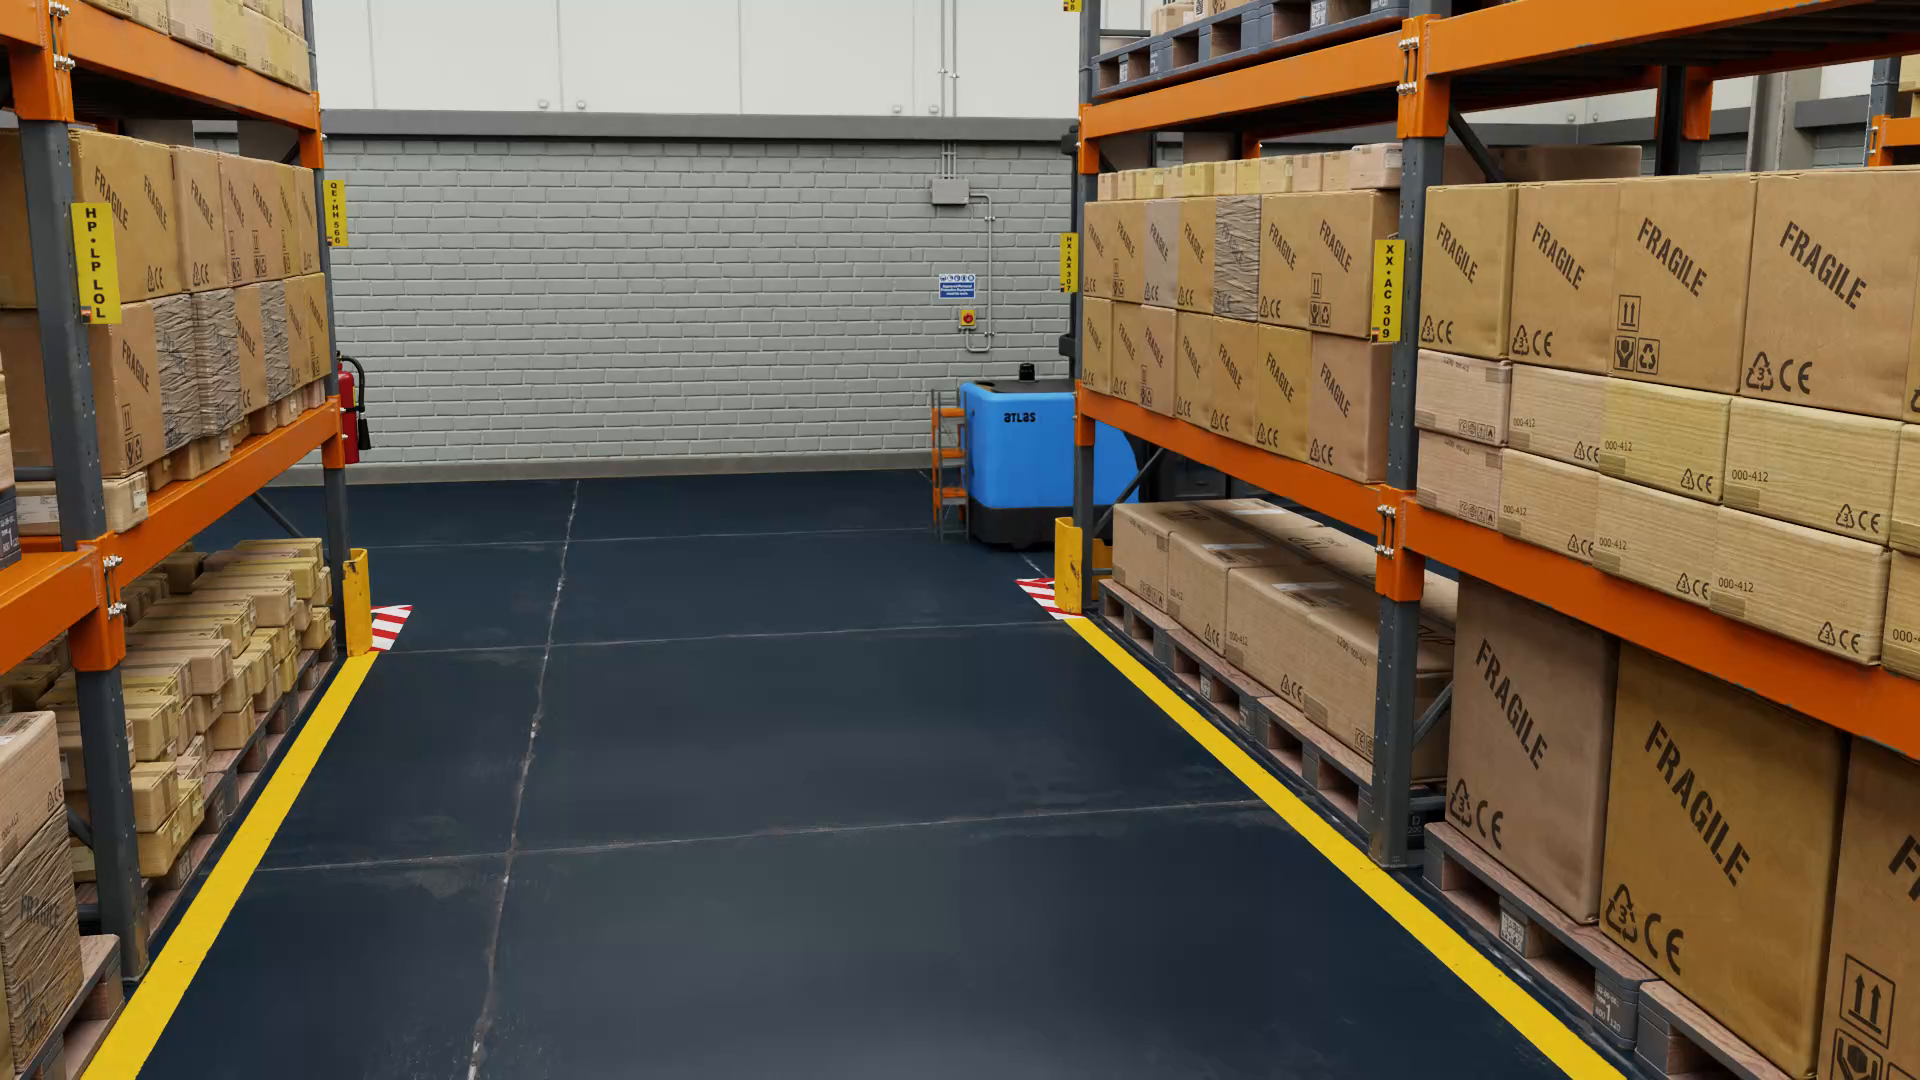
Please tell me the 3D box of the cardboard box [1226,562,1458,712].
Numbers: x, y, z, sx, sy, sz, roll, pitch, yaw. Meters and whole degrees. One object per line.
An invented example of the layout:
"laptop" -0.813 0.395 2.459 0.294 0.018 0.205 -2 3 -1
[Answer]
"cardboard box" 1.740 0.405 7.277 0.875 0.438 0.875 -2 11 -13

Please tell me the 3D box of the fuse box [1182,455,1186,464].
"fuse box" 2.123 -1.548 15.254 0.539 1.711 0.414 -2 11 -11

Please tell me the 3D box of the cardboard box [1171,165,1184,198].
"cardboard box" 1.189 -1.643 7.632 0.380 0.149 0.250 -2 11 -10

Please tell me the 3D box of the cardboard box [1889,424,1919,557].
"cardboard box" 2.143 -0.069 3.103 0.500 0.250 0.500 -2 11 -12

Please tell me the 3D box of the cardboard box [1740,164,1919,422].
"cardboard box" 2.063 -0.535 3.542 0.500 0.500 0.500 -2 11 -12

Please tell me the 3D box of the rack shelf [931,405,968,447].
"rack shelf" -0.074 -0.793 11.585 0.215 0.259 0.240 -3 11 -11

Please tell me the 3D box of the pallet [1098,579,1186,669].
"pallet" 1.386 0.416 8.949 1.003 0.211 1.213 -2 11 -11

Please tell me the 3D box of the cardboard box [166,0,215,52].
"cardboard box" -2.924 -1.848 5.762 0.500 0.250 0.500 -2 11 -9

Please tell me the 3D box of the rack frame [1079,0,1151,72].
"rack frame" 1.153 -4.045 8.883 1.000 3.000 0.127 -2 11 -11

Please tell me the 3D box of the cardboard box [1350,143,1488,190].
"cardboard box" 1.559 -1.268 5.661 0.380 0.149 0.250 -2 11 -12

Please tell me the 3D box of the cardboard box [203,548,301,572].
"cardboard box" -3.338 0.138 7.857 0.380 0.149 0.250 -2 11 -10

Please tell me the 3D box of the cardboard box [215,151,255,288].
"cardboard box" -3.035 -1.226 6.380 0.500 0.500 0.500 -3 11 -13

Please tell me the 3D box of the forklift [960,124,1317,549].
"forklift" 1.560 -1.493 11.699 3.031 2.935 1.130 -2 11 -11

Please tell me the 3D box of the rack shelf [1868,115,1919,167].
"rack shelf" 6.411 -2.033 8.255 1.077 0.370 4.000 -2 11 -11

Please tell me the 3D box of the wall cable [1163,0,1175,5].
"wall cable" 3.249 -5.218 14.943 2.988 3.039 0.133 -2 11 -11

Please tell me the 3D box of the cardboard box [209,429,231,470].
"cardboard box" -2.942 -0.346 6.165 0.380 0.149 0.250 -2 11 -8

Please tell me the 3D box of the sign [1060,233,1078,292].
"sign" 0.608 -1.543 9.255 0.100 0.325 0.005 -2 11 -11

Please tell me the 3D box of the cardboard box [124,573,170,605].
"cardboard box" -3.689 0.250 7.269 0.380 0.149 0.250 -3 11 -14

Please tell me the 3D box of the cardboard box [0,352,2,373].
"cardboard box" -2.635 -0.475 4.125 0.380 0.149 0.250 -2 11 -8

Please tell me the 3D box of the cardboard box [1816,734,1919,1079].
"cardboard box" 2.487 0.913 3.436 0.875 0.875 0.875 -2 11 -10

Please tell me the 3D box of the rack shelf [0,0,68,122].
"rack shelf" -2.515 -0.919 2.405 1.077 0.370 4.000 -2 11 -11

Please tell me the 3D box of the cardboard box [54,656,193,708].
"cardboard box" -2.934 0.521 5.847 0.380 0.149 0.250 -2 11 -12

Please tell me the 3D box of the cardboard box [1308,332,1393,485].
"cardboard box" 1.591 -0.489 5.978 0.500 0.500 0.500 -2 11 -10

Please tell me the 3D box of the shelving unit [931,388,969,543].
"shelving unit" -0.069 -0.525 11.637 0.215 1.050 0.252 -3 11 -11

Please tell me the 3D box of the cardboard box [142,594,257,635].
"cardboard box" -3.126 0.331 6.847 0.380 0.149 0.250 -3 11 -13

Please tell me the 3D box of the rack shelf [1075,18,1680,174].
"rack shelf" 1.542 -1.851 7.303 1.077 0.370 4.000 -2 11 -11

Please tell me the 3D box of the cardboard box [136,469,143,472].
"cardboard box" -2.762 -0.151 5.140 0.380 0.149 0.250 -2 11 -9

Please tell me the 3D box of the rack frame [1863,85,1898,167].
"rack frame" 6.022 -1.279 10.395 1.000 3.000 0.127 -2 11 -11

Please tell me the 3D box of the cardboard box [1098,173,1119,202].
"cardboard box" 0.951 -1.882 8.885 0.380 0.149 0.250 -2 11 -10

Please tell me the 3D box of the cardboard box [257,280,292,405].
"cardboard box" -3.139 -0.834 6.995 0.500 0.500 0.500 -2 11 -11

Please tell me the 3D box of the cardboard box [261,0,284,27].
"cardboard box" -3.243 -2.376 7.199 0.500 0.250 0.500 -2 11 -13

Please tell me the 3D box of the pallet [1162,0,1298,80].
"pallet" 1.549 -2.168 7.280 1.003 0.211 1.213 -2 11 -11

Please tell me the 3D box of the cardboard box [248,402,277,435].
"cardboard box" -3.172 -0.539 7.177 0.380 0.149 0.250 -3 11 -14

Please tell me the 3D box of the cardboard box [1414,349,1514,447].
"cardboard box" 1.740 -0.445 5.078 0.500 0.250 0.500 -2 11 -13

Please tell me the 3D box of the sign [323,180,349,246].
"sign" -3.134 -1.640 8.349 0.100 0.325 0.005 -2 11 -11

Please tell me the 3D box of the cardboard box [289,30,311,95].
"cardboard box" -3.334 -2.226 7.746 0.500 0.250 0.500 -2 11 -12

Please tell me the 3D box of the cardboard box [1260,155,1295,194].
"cardboard box" 1.425 -1.457 6.653 0.380 0.149 0.250 -2 11 -11

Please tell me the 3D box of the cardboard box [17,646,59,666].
"cardboard box" -3.490 0.493 5.996 0.380 0.149 0.250 -3 11 -14

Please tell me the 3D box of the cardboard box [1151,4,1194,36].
"cardboard box" 1.139 -2.496 8.045 0.380 0.149 0.250 -2 11 -9

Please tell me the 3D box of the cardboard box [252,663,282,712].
"cardboard box" -3.054 0.619 6.924 0.380 0.149 0.250 -2 11 -10

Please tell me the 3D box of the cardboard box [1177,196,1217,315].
"cardboard box" 1.280 -1.260 7.352 0.500 0.500 0.500 -2 11 -11

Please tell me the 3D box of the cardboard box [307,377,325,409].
"cardboard box" -3.342 -0.727 8.164 0.380 0.149 0.250 -2 11 -11

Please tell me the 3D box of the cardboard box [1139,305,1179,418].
"cardboard box" 1.172 -0.863 7.941 0.500 0.500 0.500 -2 11 -11

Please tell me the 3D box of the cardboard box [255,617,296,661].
"cardboard box" -3.084 0.425 7.149 0.380 0.149 0.250 -2 11 -10

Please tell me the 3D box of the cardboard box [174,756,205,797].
"cardboard box" -2.811 0.857 5.672 0.380 0.149 0.250 -2 11 -11

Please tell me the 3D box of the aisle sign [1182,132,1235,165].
"aisle sign" 1.444 -2.400 9.329 0.394 0.787 0.004 -2 11 -11

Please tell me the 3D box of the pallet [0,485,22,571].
"pallet" -2.898 0.074 3.800 1.003 0.211 1.213 -2 11 -11

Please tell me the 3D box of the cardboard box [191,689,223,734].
"cardboard box" -2.961 0.617 6.141 0.380 0.149 0.250 -2 11 -8

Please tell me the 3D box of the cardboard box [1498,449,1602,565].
"cardboard box" 1.860 -0.106 4.630 0.500 0.250 0.500 -2 11 -12

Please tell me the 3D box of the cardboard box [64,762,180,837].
"cardboard box" -2.661 0.804 5.156 0.380 0.149 0.250 -2 11 -8

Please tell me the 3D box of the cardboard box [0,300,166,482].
"cardboard box" -2.754 -0.461 5.034 0.500 0.500 0.500 -2 11 -12
